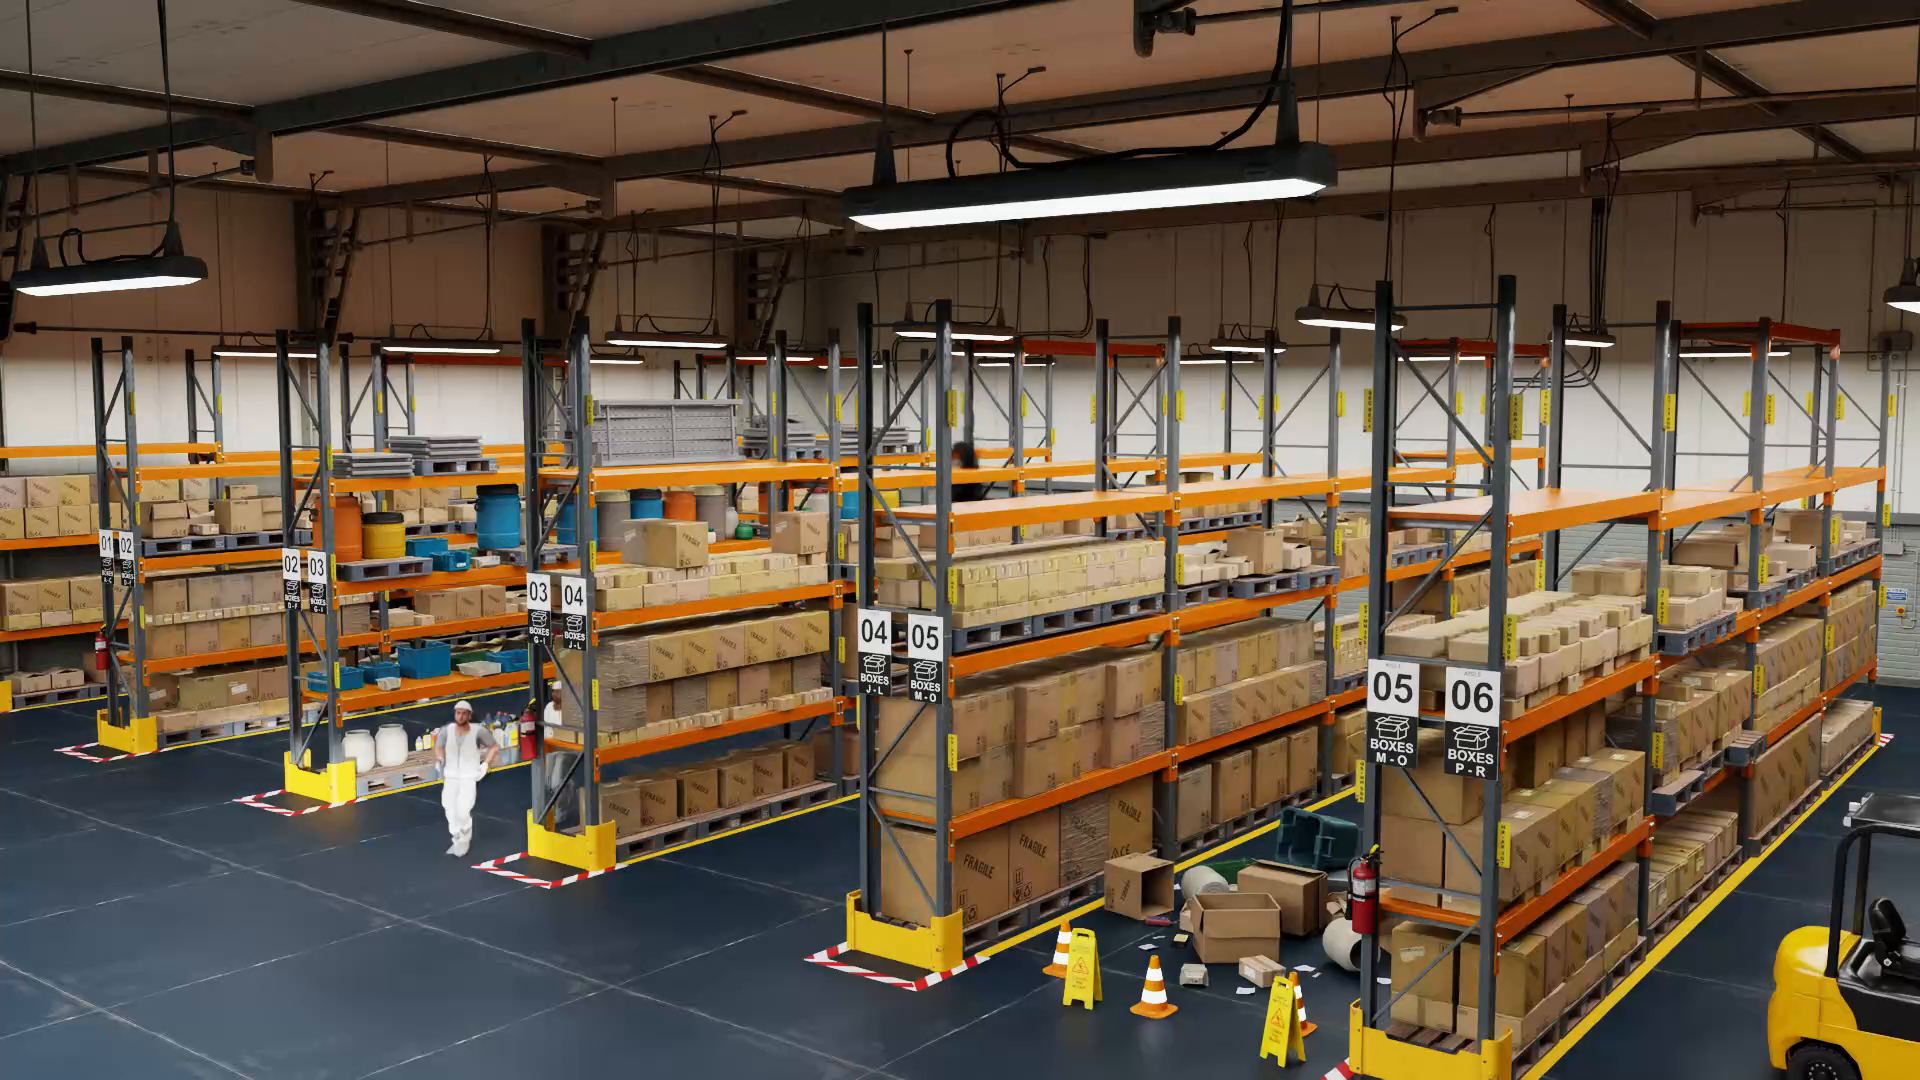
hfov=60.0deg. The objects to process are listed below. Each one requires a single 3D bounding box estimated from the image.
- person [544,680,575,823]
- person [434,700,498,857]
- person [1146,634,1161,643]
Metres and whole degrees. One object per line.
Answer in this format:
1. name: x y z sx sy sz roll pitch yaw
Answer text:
1. person: -4.829 2.552 20.232 0.702 1.721 0.589 2 6 25
2. person: -5.556 2.668 18.537 0.666 1.759 0.602 0 5 4
3. person: 2.860 2.201 24.686 0.615 1.657 0.555 3 6 27
